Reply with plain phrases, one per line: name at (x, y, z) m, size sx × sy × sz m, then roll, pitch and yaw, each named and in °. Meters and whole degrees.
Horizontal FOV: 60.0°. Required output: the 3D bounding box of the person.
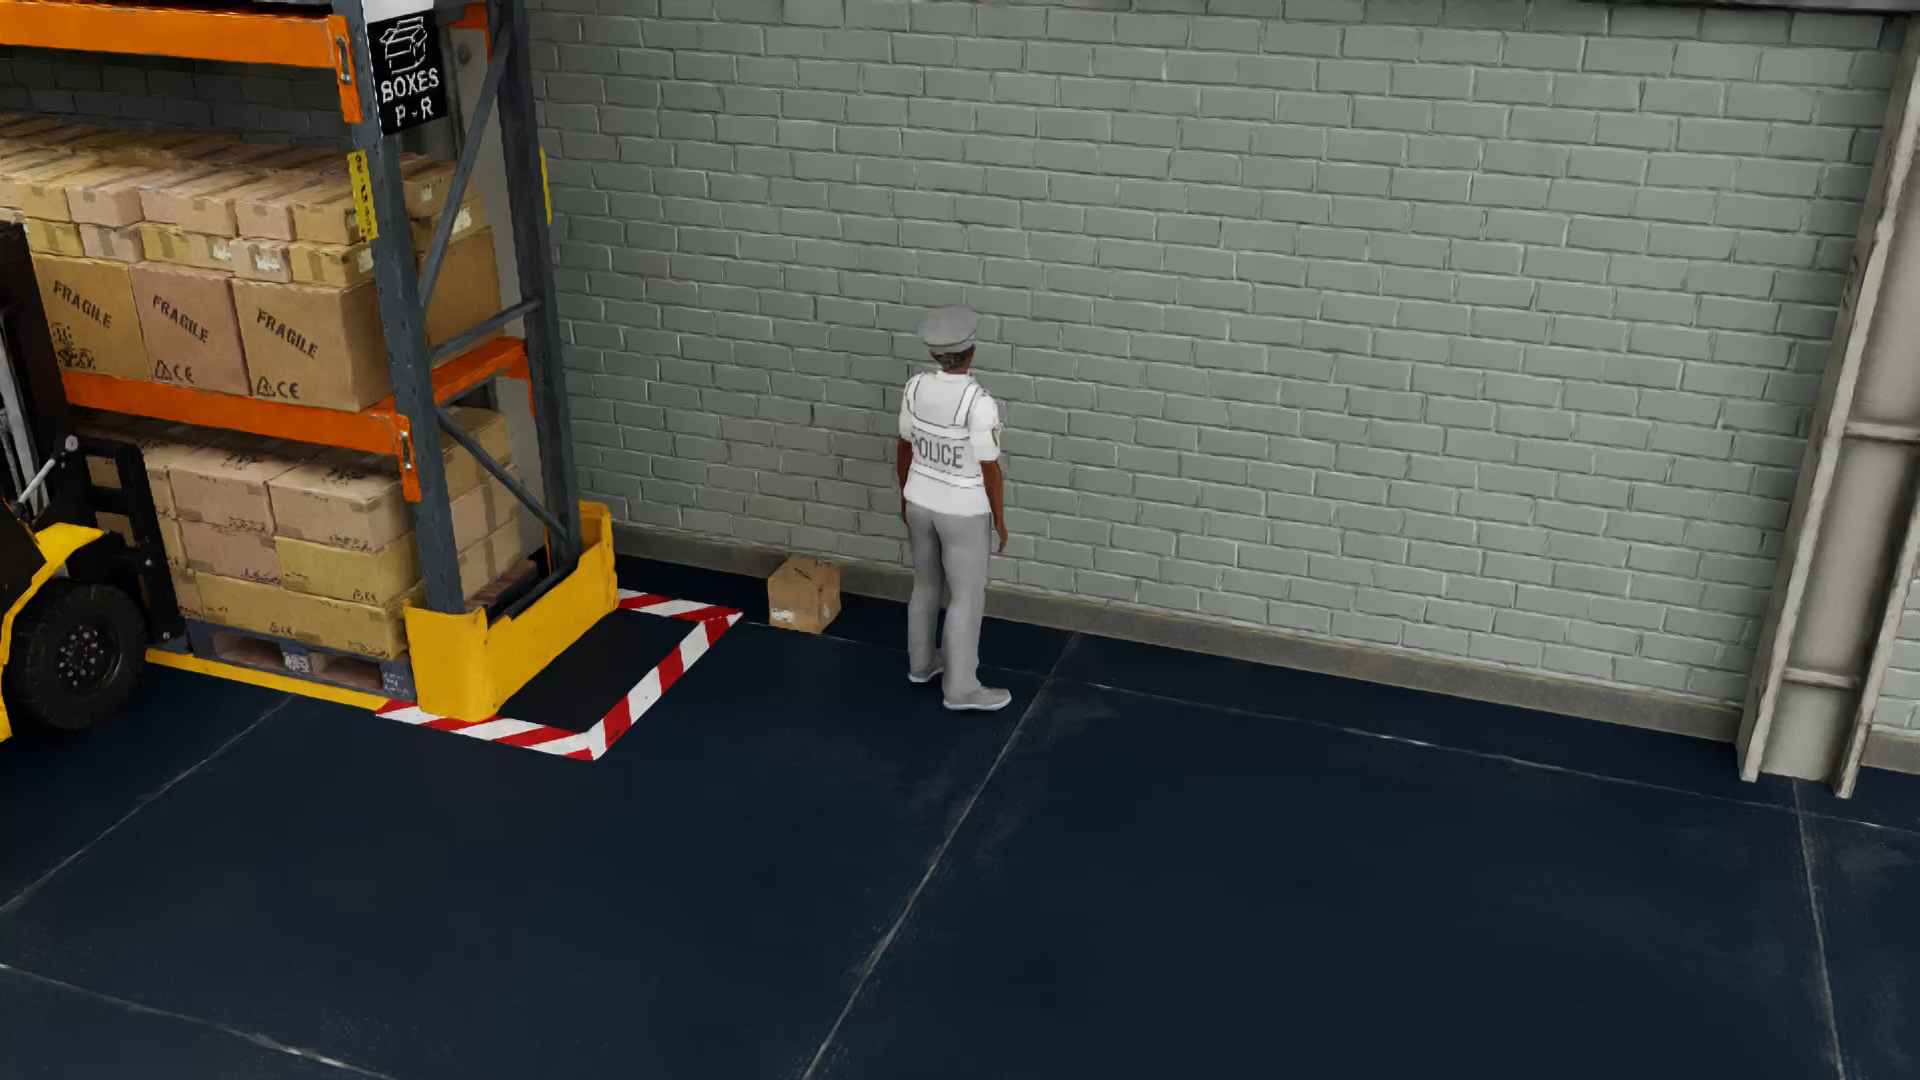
person at (-0.027, -0.121, 6.798) m, size 0.553 × 1.690 × 0.353 m, roll 20°, pitch 32°, yaw 35°
